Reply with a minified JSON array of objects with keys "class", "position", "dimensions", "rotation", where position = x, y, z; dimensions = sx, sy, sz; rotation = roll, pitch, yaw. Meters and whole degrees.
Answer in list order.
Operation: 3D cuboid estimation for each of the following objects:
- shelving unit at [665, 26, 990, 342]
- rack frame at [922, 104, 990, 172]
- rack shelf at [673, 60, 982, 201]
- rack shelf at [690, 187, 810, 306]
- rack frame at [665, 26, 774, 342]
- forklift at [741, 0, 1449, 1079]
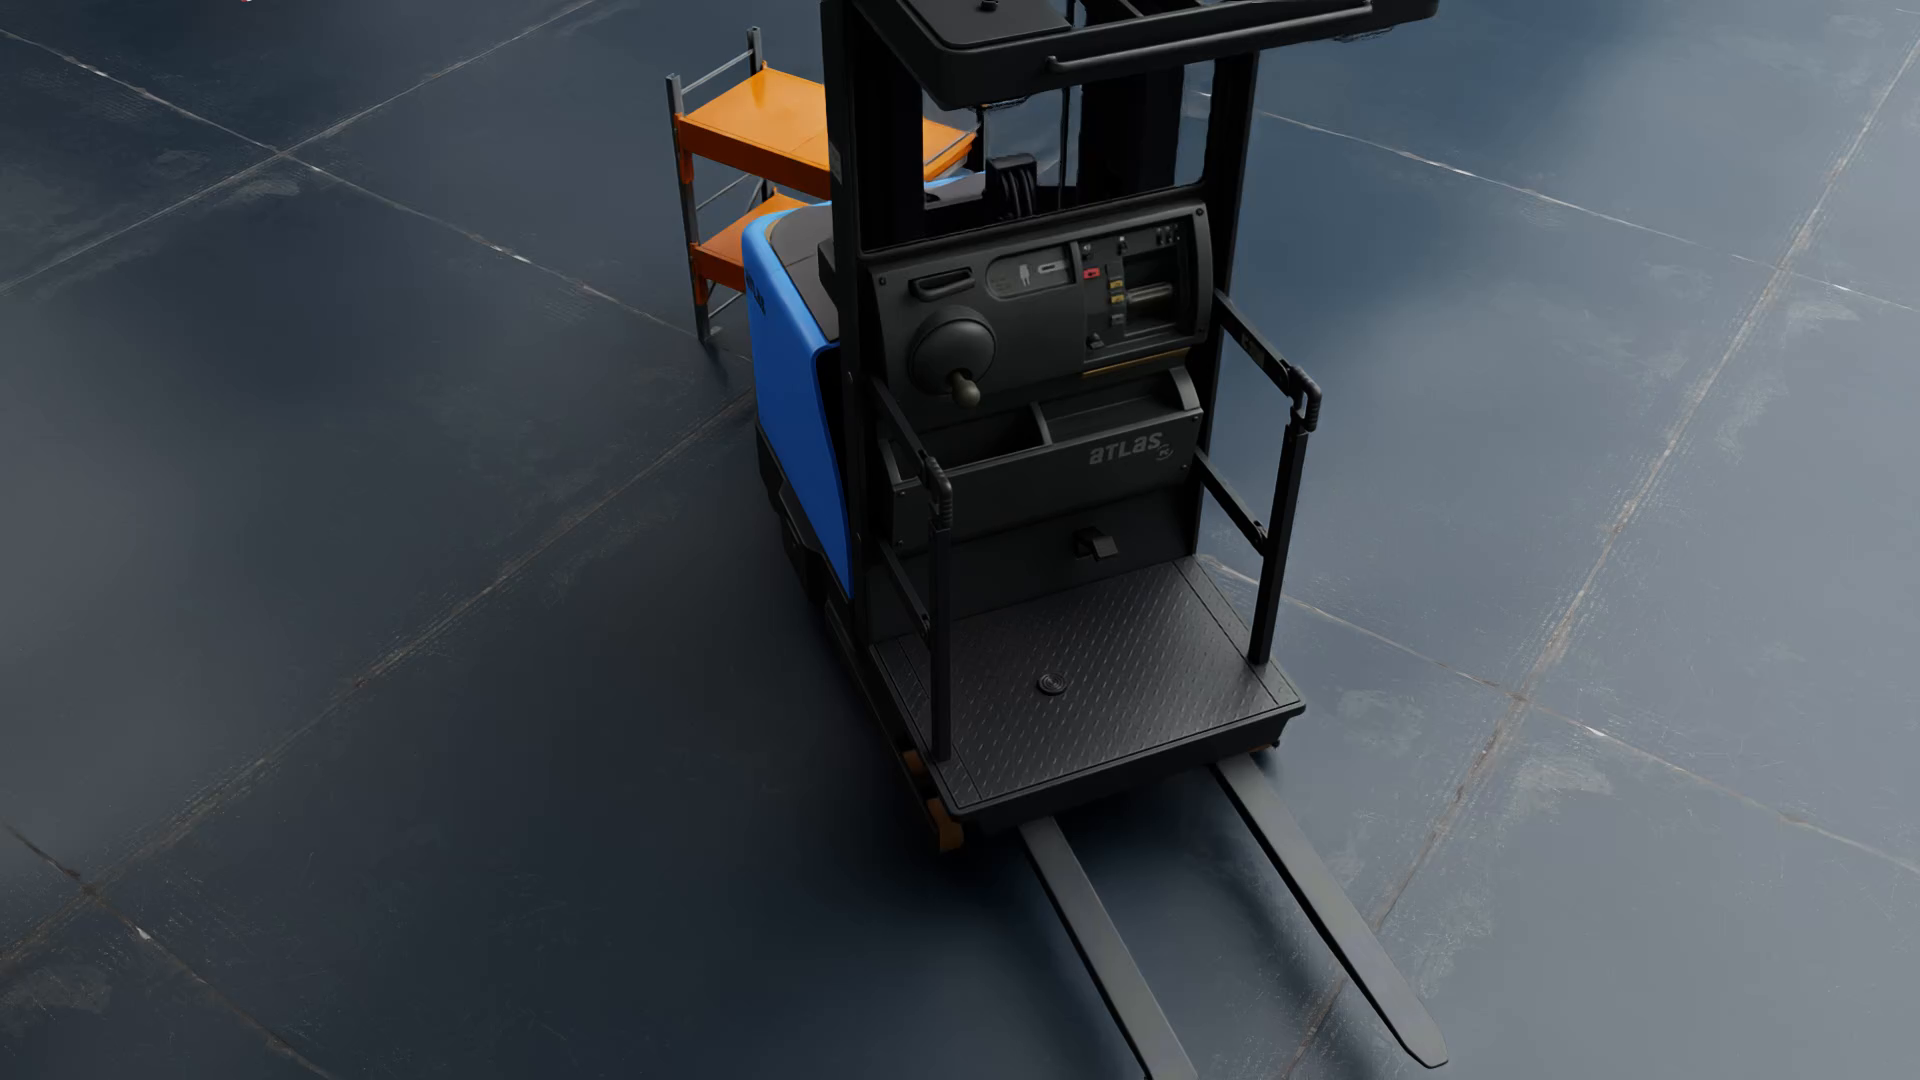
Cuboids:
[{"class":"shelving unit","position":[-0.470,-1.165,6.205],"dimensions":[1.048,1.125,0.538],"rotation":[24,47,24]},{"class":"rack frame","position":[-0.047,-0.978,5.996],"dimensions":[0.032,1.125,0.500],"rotation":[24,47,24]},{"class":"rack shelf","position":[-0.470,-1.383,6.010],"dimensions":[1.000,0.278,0.538],"rotation":[24,47,24]},{"class":"rack shelf","position":[-0.470,-0.983,6.368],"dimensions":[1.000,0.278,0.538],"rotation":[24,47,24]},{"class":"rack frame","position":[-0.894,-1.352,6.415],"dimensions":[0.032,1.125,0.500],"rotation":[24,47,24]},{"class":"forklift","position":[0.308,-0.524,4.135],"dimensions":[1.130,2.935,3.031],"rotation":[-15,44,-16]}]
